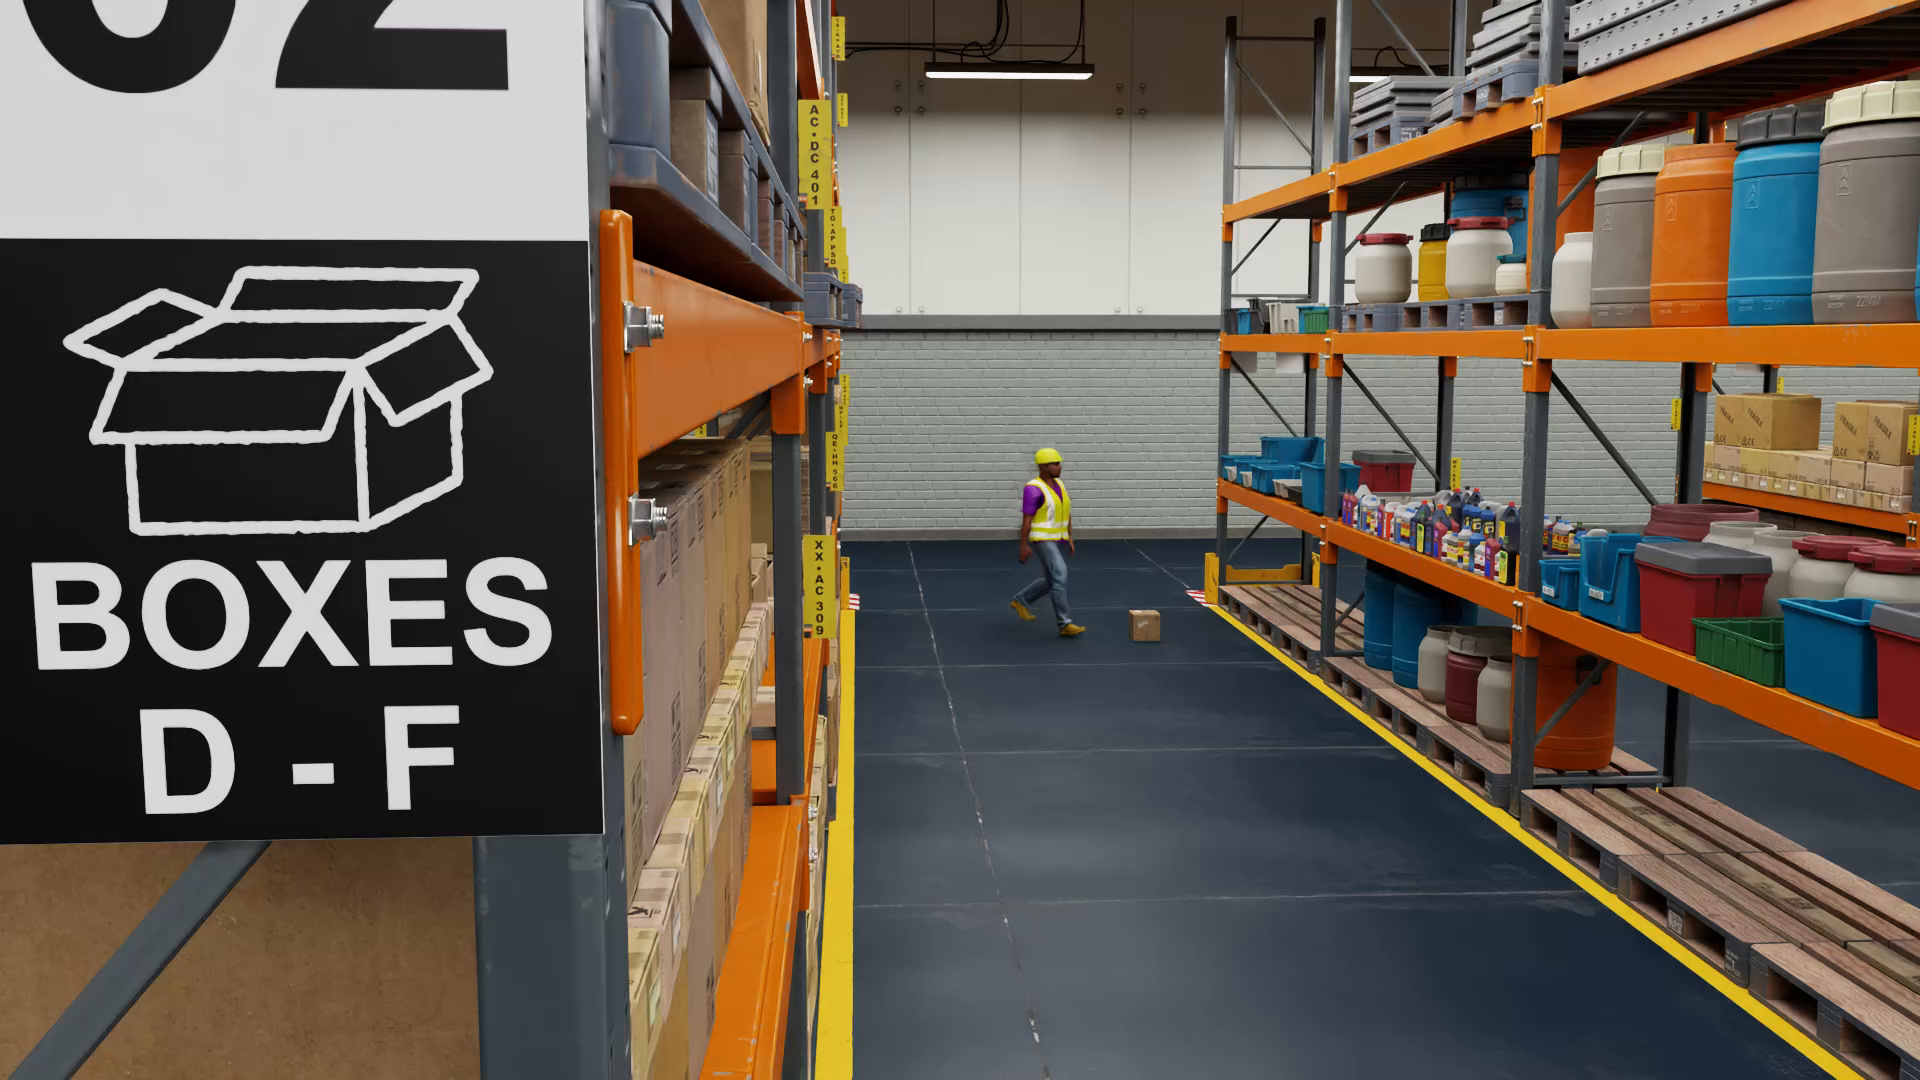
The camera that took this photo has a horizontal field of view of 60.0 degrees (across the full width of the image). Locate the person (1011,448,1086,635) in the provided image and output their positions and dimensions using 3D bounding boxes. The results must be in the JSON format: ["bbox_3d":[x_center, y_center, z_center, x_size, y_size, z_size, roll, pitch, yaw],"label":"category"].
[{"bbox_3d":[0.829,0.006,15.640,0.947,1.741,0.608,5,9,37],"label":"person"}]
